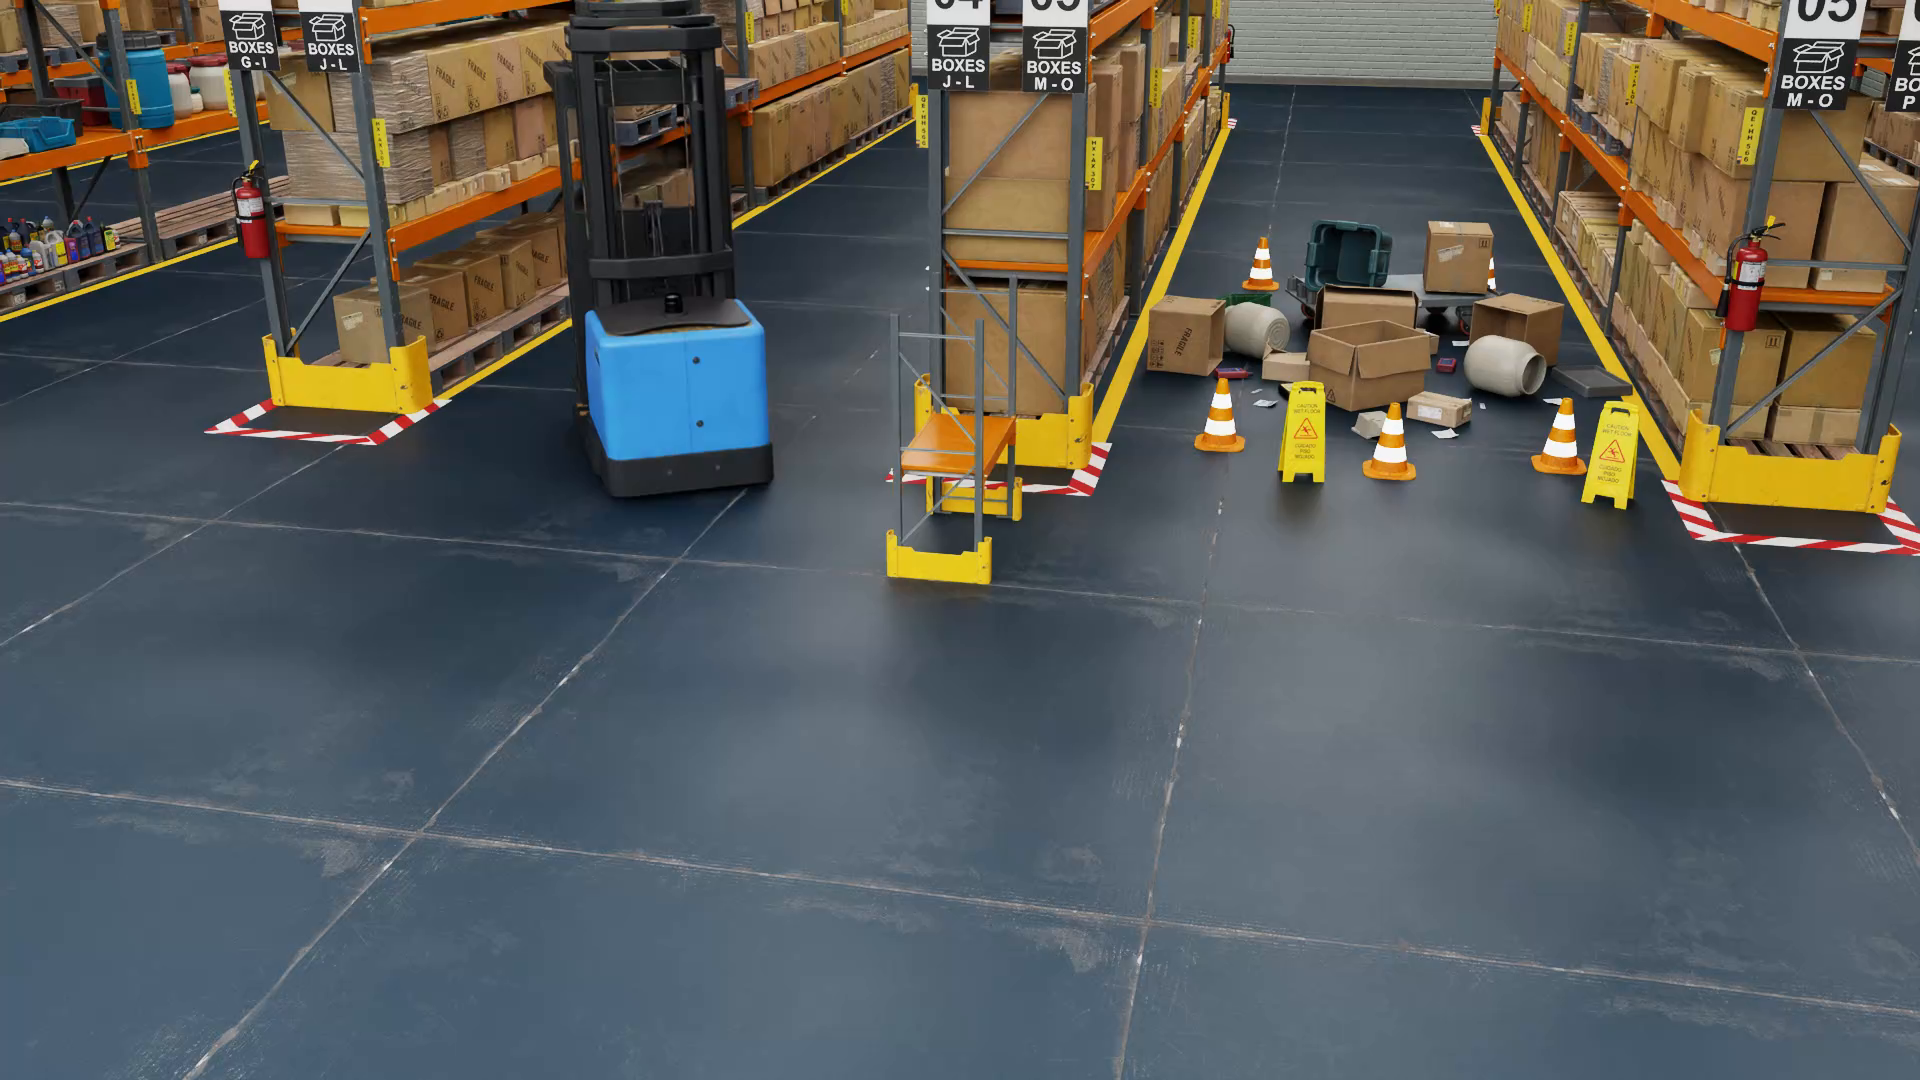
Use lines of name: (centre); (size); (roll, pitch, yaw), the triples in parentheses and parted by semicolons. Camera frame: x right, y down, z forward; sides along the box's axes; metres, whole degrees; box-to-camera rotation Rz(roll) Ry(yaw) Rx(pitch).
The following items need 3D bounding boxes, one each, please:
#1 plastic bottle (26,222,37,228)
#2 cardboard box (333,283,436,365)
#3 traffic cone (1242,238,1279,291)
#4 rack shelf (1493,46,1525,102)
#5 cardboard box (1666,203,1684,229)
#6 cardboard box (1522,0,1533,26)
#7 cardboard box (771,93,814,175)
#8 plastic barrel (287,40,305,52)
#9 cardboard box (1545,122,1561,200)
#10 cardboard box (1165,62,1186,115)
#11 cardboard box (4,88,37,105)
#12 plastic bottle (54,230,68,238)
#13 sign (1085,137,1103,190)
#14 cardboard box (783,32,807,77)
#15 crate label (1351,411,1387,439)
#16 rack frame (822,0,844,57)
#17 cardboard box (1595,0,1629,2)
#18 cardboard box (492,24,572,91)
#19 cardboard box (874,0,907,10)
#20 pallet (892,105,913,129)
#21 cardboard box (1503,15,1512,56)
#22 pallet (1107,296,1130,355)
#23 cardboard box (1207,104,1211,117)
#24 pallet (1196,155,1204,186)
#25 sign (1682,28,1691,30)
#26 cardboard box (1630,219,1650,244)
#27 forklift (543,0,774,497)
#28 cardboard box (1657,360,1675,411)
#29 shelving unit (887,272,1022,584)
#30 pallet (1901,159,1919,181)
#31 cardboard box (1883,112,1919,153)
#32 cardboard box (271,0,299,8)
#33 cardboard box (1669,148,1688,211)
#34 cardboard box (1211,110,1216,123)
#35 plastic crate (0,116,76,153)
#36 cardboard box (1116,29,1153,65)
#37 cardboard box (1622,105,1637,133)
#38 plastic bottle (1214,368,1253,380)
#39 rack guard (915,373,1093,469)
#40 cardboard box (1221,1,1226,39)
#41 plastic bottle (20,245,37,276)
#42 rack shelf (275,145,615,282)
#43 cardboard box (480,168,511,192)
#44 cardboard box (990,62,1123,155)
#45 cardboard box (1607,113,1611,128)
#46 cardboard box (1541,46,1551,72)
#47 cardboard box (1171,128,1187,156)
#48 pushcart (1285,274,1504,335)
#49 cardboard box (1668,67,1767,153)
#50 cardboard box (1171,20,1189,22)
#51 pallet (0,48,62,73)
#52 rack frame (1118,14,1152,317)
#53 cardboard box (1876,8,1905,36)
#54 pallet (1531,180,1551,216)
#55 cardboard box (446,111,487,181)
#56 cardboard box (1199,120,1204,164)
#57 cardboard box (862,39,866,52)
plastic bottle: (-9.103, -2.963, 16.253); (0.152, 0.276, 0.135); (5, 23, 13)
cardboard box: (-4.393, -1.648, 12.714); (0.500, 0.500, 0.500); (9, 24, 21)
traffic cone: (2.866, -2.632, 15.769); (0.336, 0.463, 0.334); (4, 22, 11)
rack shelf: (8.021, -6.416, 22.733); (1.077, 0.370, 4.000); (4, 22, 11)
cardboard box: (5.308, -2.324, 11.946); (0.380, 0.149, 0.250); (4, 22, 11)
cardboard box: (7.439, -6.722, 21.058); (0.500, 0.500, 0.500); (4, 22, 10)
cardboard box: (-2.554, -5.097, 20.775); (1.225, 0.875, 0.875); (5, 22, 11)
plastic barrel: (-7.551, -5.559, 19.459); (0.600, 0.536, 0.708); (4, 22, 11)
cardboard box: (7.205, -4.337, 18.889); (0.875, 0.875, 0.875); (5, 22, 12)
cardboard box: (2.101, -4.757, 17.517); (0.500, 0.500, 0.500); (4, 22, 11)
cardboard box: (-12.633, -5.841, 22.095); (0.500, 0.250, 0.500); (5, 23, 13)
plastic bottle: (-8.608, -2.841, 15.949); (0.152, 0.276, 0.135); (4, 22, 11)
sign: (0.840, -2.364, 10.444); (0.100, 0.325, 0.005); (4, 22, 11)
cardboard box: (-2.231, -6.074, 20.786); (0.500, 0.500, 0.500); (5, 22, 11)
crate label: (2.933, -0.810, 11.682); (0.250, 0.136, 0.298); (-7, 23, -17)
rack frame: (-2.088, -6.774, 22.658); (1.000, 3.000, 0.127); (4, 22, 11)
cardboard box: (7.547, -5.973, 19.196); (0.500, 0.500, 0.500); (5, 23, 13)
cardboard box: (-3.644, -4.128, 14.218); (0.500, 0.500, 0.500); (4, 22, 11)
cardboard box: (-1.114, -8.455, 25.631); (0.500, 0.500, 0.500); (5, 22, 12)
pallet: (-1.359, -6.645, 26.071); (1.003, 0.211, 1.213); (4, 22, 11)
cardboard box: (7.853, -7.003, 23.092); (0.500, 0.500, 0.500); (4, 22, 11)
pallet: (0.883, -1.868, 14.208); (1.003, 0.211, 1.213); (4, 22, 11)
cardboard box: (3.300, -5.994, 23.179); (0.380, 0.149, 0.250); (5, 22, 12)
pallet: (2.589, -4.781, 21.442); (1.003, 0.211, 1.213); (4, 22, 11)
sign: (7.330, -5.018, 16.855); (0.100, 0.325, 0.005); (4, 22, 11)
cardboard box: (5.512, -2.425, 13.105); (0.380, 0.149, 0.250); (5, 22, 12)
forklift: (-2.136, -2.145, 11.256); (1.130, 2.935, 3.031); (-7, 23, -17)
cardboard box: (5.180, -1.054, 11.575); (0.500, 0.250, 0.500); (5, 22, 11)
shelving unit: (-0.016, -0.668, 9.504); (0.587, 1.500, 1.083); (4, 22, 11)
pallet: (12.614, -4.599, 20.991); (1.003, 0.211, 1.213); (4, 22, 11)
cardboard box: (12.654, -5.428, 22.100); (0.500, 0.500, 0.500); (5, 22, 12)
cardboard box: (-4.687, -3.903, 11.715); (0.500, 0.250, 0.500); (5, 22, 12)
cardboard box: (5.340, -2.583, 11.721); (0.500, 0.500, 0.500); (5, 22, 12)
cardboard box: (3.438, -6.042, 23.696); (0.380, 0.149, 0.250); (5, 22, 11)
plastic crate: (-8.530, -3.731, 15.303); (0.499, 0.251, 0.616); (4, 22, 11)
cardboard box: (1.416, -4.499, 15.536); (0.700, 0.500, 0.500); (5, 22, 11)
cardboard box: (5.850, -3.659, 13.828); (0.500, 0.500, 0.500); (4, 22, 10)
plastic bottle: (2.140, -1.303, 13.008); (0.283, 0.061, 0.133); (-3, 22, -8)
rack guard: (0.293, -0.802, 11.176); (1.175, 0.500, 0.348); (4, 22, 11)
cardboard box: (3.519, -7.448, 23.800); (0.500, 0.500, 0.500); (5, 22, 11)
plastic bottle: (-8.579, -2.577, 15.300); (0.097, 0.271, 0.097); (0, 22, 0)
rack shelf: (-4.129, -2.783, 13.712); (1.077, 0.370, 4.000); (4, 22, 11)
cardboard box: (-3.844, -2.896, 13.366); (0.380, 0.149, 0.250); (4, 22, 11)
cardboard box: (0.681, -3.076, 11.830); (0.875, 0.550, 0.550); (4, 22, 11)
cardboard box: (6.038, -3.752, 14.930); (0.380, 0.149, 0.250); (4, 22, 11)
cardboard box: (6.938, -5.481, 18.980); (0.500, 0.250, 0.500); (4, 22, 9)
cardboard box: (2.308, -4.513, 18.824); (0.500, 0.250, 0.500); (3, 22, 8)
pushcart: (3.739, -2.032, 14.394); (1.648, 0.377, 0.936); (-3, 22, -8)
cardboard box: (5.169, -2.861, 11.071); (0.700, 0.500, 0.500); (4, 22, 10)
cardboard box: (2.747, -6.359, 20.605); (0.380, 0.149, 0.250); (4, 22, 9)
pallet: (-12.532, -6.232, 21.569); (1.213, 0.211, 1.003); (4, 22, 11)
rack frame: (1.114, -3.433, 14.363); (1.000, 3.000, 0.127); (4, 22, 11)
cardboard box: (5.550, -3.001, 9.612); (0.380, 0.149, 0.250); (4, 22, 11)
pallet: (7.283, -3.990, 19.477); (1.003, 0.211, 1.213); (4, 22, 11)
cardboard box: (-4.269, -3.140, 13.104); (0.875, 0.500, 0.500); (4, 22, 11)
cardboard box: (2.842, -5.104, 21.297); (0.500, 0.500, 0.500); (4, 22, 10)
cardboard box: (-1.544, -7.029, 23.628); (0.380, 0.149, 0.250); (4, 22, 9)
